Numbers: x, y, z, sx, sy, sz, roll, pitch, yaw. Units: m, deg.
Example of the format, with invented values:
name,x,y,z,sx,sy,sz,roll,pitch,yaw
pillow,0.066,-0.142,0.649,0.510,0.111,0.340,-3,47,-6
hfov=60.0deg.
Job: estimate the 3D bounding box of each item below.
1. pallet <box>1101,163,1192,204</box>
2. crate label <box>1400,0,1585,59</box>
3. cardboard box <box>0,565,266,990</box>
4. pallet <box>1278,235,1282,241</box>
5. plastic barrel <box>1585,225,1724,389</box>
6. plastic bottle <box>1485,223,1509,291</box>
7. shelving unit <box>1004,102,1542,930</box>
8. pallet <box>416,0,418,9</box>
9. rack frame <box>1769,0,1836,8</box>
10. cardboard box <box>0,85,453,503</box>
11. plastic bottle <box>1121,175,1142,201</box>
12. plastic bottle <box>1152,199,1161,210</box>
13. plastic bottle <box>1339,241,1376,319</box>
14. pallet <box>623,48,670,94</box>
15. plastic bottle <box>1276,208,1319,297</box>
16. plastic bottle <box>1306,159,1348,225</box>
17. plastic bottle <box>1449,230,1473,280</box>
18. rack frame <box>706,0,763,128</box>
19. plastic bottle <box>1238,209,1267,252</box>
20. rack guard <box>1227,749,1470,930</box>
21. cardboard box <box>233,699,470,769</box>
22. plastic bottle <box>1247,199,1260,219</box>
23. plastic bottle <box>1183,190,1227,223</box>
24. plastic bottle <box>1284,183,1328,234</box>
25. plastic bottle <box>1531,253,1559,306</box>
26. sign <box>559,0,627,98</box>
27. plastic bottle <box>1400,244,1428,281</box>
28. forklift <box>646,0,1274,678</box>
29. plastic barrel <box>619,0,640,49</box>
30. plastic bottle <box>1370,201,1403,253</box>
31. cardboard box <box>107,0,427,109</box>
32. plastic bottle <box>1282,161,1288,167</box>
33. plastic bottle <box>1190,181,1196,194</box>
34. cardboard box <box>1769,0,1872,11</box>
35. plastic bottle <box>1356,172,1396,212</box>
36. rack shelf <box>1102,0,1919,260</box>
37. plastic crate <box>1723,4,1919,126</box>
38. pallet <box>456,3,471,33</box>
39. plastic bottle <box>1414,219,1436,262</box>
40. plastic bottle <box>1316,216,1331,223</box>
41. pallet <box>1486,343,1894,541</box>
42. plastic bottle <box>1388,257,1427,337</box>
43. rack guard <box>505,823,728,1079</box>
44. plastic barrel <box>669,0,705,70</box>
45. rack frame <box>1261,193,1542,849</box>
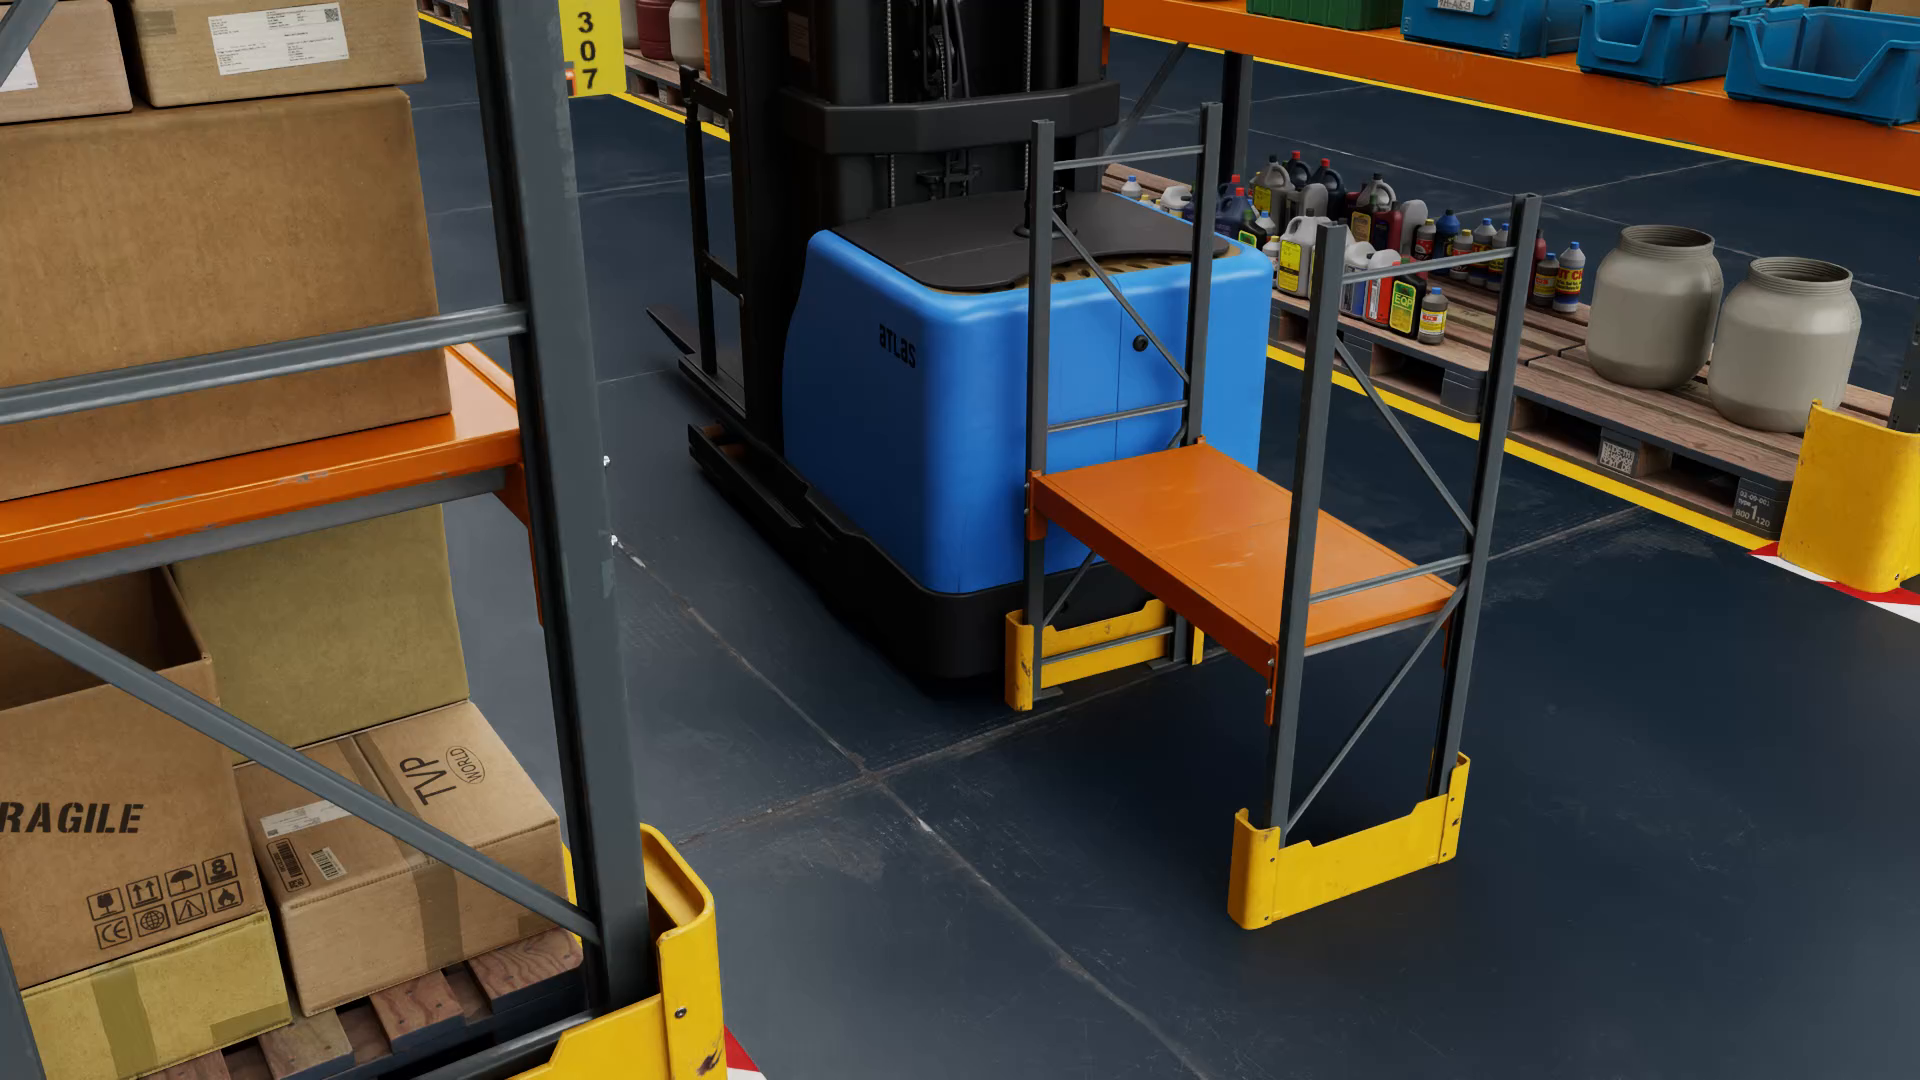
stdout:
name,x,y,z,sx,sy,sz,roll,pitch,yaw
pallet,0.524,-1.812,8.840,1.003,0.211,1.213,-16,29,-30
crate label,1.937,-1.981,5.892,0.502,0.435,0.616,-16,29,-30
cardboard box,-1.525,0.375,2.793,0.500,0.500,0.500,-16,29,-30
pallet,1.317,-1.290,7.735,1.003,0.211,1.213,-16,29,-30
plastic barrel,2.472,-0.832,5.921,0.421,0.512,0.421,0,25,0
plastic bottle,2.253,-1.179,6.914,0.097,0.271,0.097,0,25,0
shelving unit,0.617,-0.115,3.736,0.587,1.500,1.083,-12,28,-24
pallet,-5.148,-5.528,16.712,1.003,0.211,1.213,-16,29,-30
rack frame,5.135,-3.955,10.114,1.000,3.000,0.127,-16,29,-30
cardboard box,-1.228,-0.432,2.535,0.700,0.500,0.500,-16,29,-30
plastic bottle,0.792,-1.550,7.700,0.097,0.271,0.097,0,25,0
plastic bottle,0.903,-1.445,7.561,0.097,0.201,0.097,0,25,0
plastic bottle,1.609,-1.038,6.611,0.152,0.276,0.135,-16,30,-31
pallet,-2.326,-3.679,12.795,1.003,0.211,1.213,-16,29,-30
plastic bottle,1.413,-1.197,6.859,0.144,0.351,0.185,-16,30,-30
plastic bottle,1.683,-1.570,7.650,0.144,0.351,0.185,-17,30,-32
plastic bottle,2.144,-1.219,7.080,0.097,0.201,0.097,0,25,0
rack frame,-1.198,-4.231,10.700,1.000,3.000,0.127,-16,29,-30
plastic bottle,1.236,-1.250,7.050,0.061,0.283,0.133,-14,29,-27
rack guard,0.845,0.640,3.603,0.587,0.250,0.087,-12,28,-24
cardboard box,-1.366,0.415,3.587,0.500,0.250,0.500,-16,29,-30
plastic bottle,1.259,-1.357,7.291,0.097,0.271,0.097,0,25,0
plastic bottle,1.078,-1.416,7.324,0.144,0.351,0.185,-15,29,-28
plastic bottle,1.573,-1.493,7.573,0.152,0.276,0.135,-16,29,-30
plastic bottle,2.384,-1.062,6.748,0.097,0.201,0.097,0,25,0
sign,-0.515,-0.772,2.264,0.100,0.325,0.005,-16,29,-30
plastic bottle,1.773,-1.017,6.557,0.061,0.283,0.133,-16,29,-30
forklift,-0.283,-1.562,5.126,1.130,2.935,3.031,-12,28,-24
plastic barrel,-2.479,-4.052,12.743,0.421,0.512,0.421,0,25,0
plastic bottle,1.856,-1.340,7.241,0.061,0.283,0.133,-16,29,-30
cardboard box,-1.017,-0.746,2.440,0.380,0.149,0.250,-16,30,-30
plastic bottle,1.524,-1.676,7.953,0.061,0.283,0.133,-14,29,-27
plastic bottle,1.080,-1.471,7.519,0.061,0.283,0.133,-16,29,-30
cardboard box,7.899,-5.127,14.741,1.050,0.750,0.750,-15,29,-29
plastic bottle,1.859,-1.454,7.405,0.144,0.351,0.185,-16,29,-30
rack shelf,2.077,-1.760,6.307,1.077,0.370,4.000,-16,29,-30
plastic crate,2.645,-1.412,4.902,0.499,0.251,0.616,-16,29,-30
pallet,-3.816,-4.655,14.864,1.003,0.211,1.213,-16,29,-30
plastic bottle,2.032,-1.292,7.236,0.097,0.201,0.097,0,25,0
plastic bottle,1.524,-1.207,6.967,0.152,0.276,0.135,-16,29,-30
pallet,2.649,-0.417,5.886,1.003,0.211,1.213,-16,29,-30
plastic bottle,1.720,-0.933,6.379,0.061,0.283,0.133,-15,29,-28
rack guard,-0.970,0.922,2.712,1.175,0.500,0.348,-16,29,-30
plastic barrel,-1.863,-3.648,11.887,0.421,0.512,0.421,0,25,0
rack frame,0.854,0.082,3.320,0.500,1.500,0.032,-12,28,-24
